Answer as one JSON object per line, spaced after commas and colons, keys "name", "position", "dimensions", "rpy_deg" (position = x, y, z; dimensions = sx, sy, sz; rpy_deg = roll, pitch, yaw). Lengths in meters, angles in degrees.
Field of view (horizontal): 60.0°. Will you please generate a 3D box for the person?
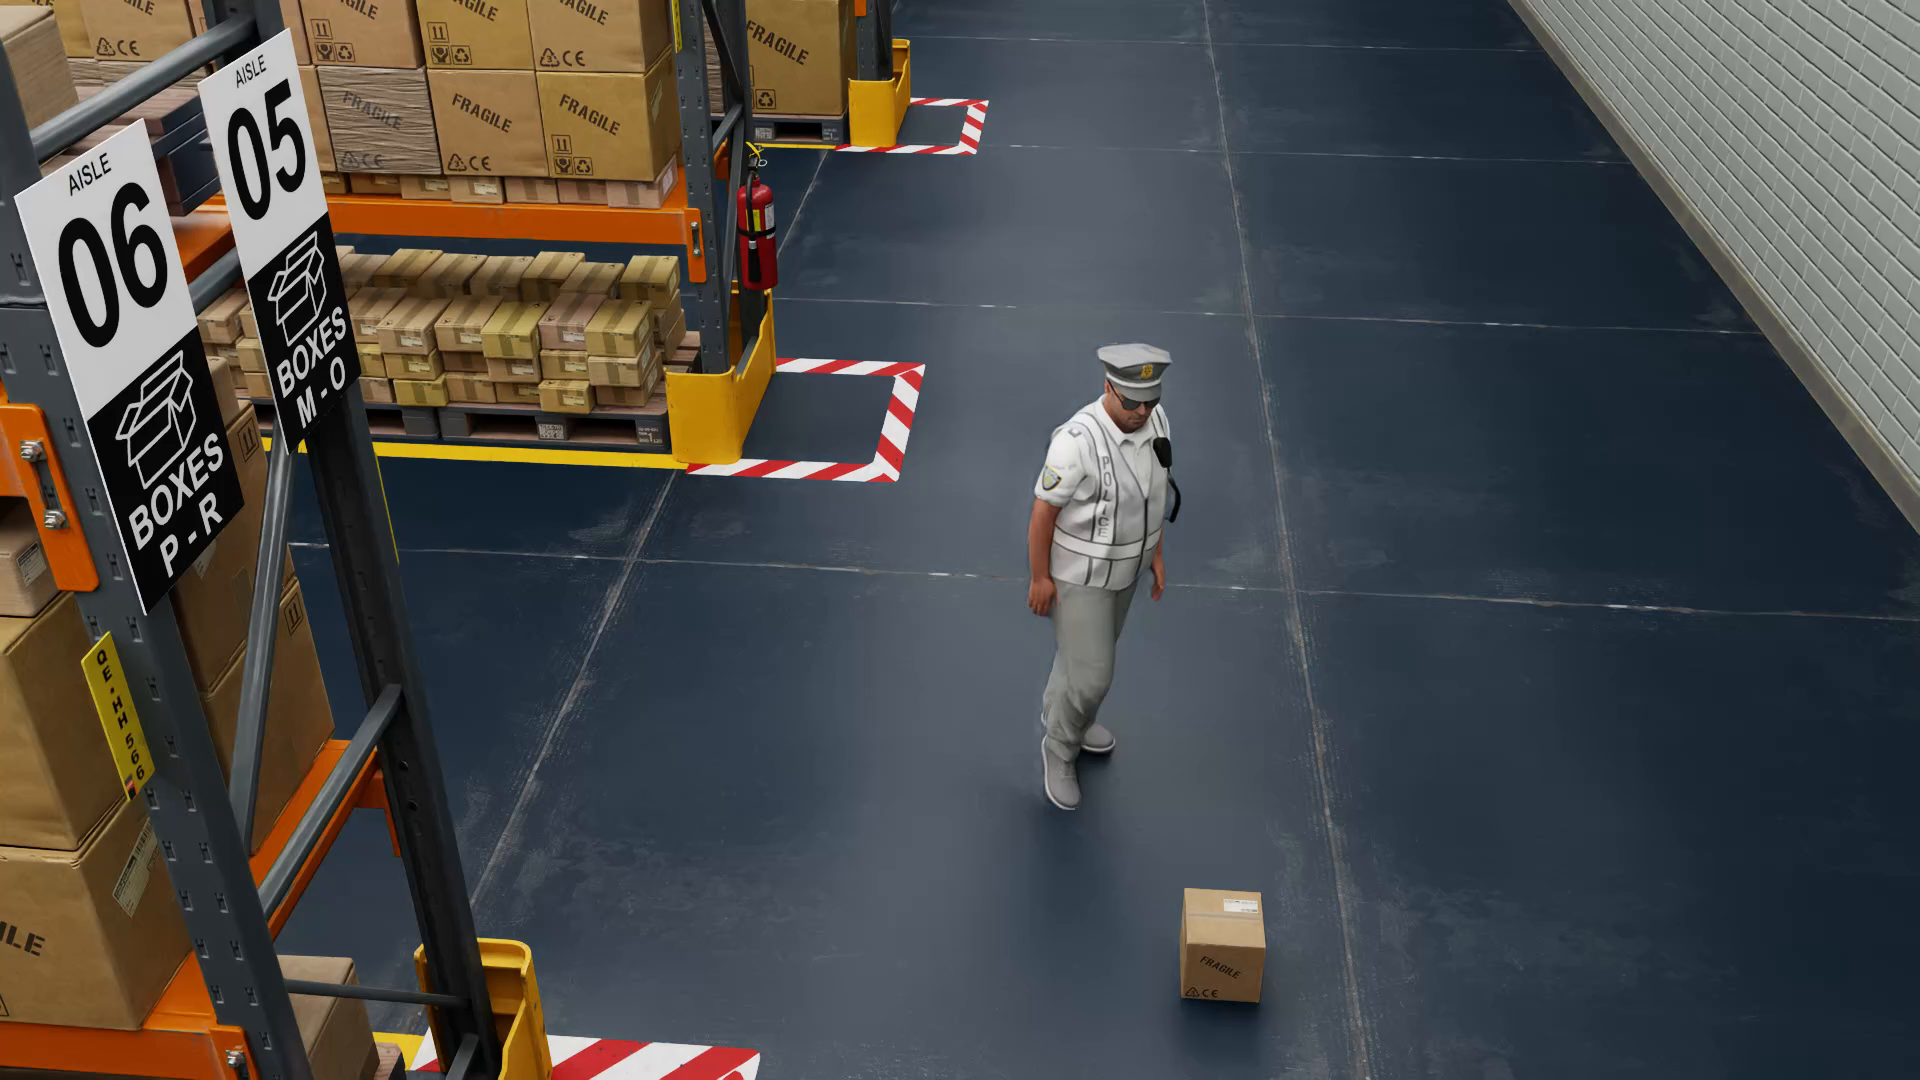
{"name": "person", "position": [0.476, 0.101, 5.973], "dimensions": [0.483, 1.779, 0.584], "rpy_deg": [25, 40, 34]}
